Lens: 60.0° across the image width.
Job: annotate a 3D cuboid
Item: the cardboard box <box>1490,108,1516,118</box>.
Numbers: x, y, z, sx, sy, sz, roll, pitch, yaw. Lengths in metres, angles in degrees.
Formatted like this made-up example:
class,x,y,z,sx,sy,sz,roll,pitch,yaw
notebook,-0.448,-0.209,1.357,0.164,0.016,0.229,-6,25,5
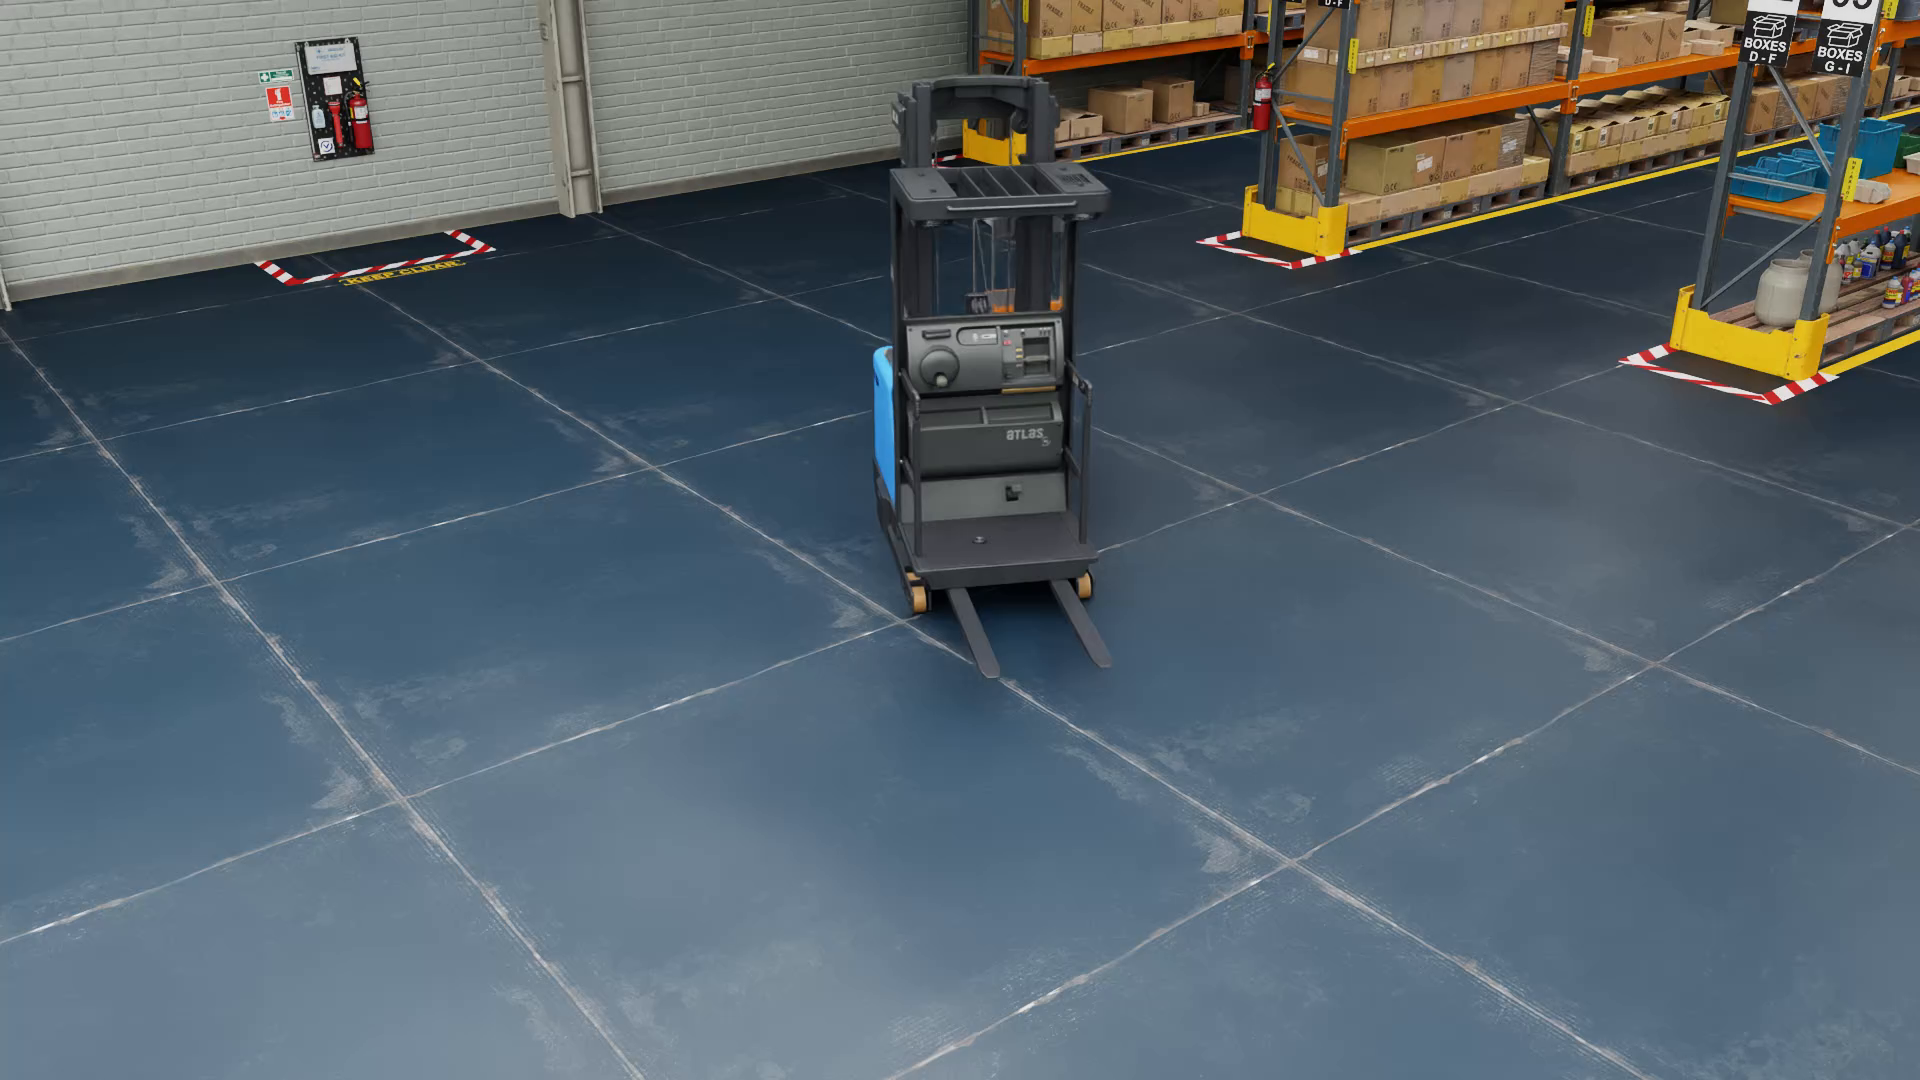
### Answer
class,x,y,z,sx,sy,sz,roll,pitch,yaw
cardboard box,6.096,-4.795,19.396,0.500,0.500,0.500,-18,31,-34

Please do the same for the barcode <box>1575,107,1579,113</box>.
class,x,y,z,sx,sy,sz,roll,pitch,yaw
barcode,7.112,-4.958,19.176,0.075,0.075,0.001,-18,31,-34

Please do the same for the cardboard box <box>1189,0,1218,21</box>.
class,x,y,z,sx,sy,sz,roll,pitch,yaw
cardboard box,3.024,-7.093,21.734,0.500,0.500,0.500,-18,31,-34

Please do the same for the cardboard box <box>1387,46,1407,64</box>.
class,x,y,z,sx,sy,sz,roll,pitch,yaw
cardboard box,4.351,-4.993,17.057,0.250,0.149,0.380,-18,30,-34

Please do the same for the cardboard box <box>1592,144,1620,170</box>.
class,x,y,z,sx,sy,sz,roll,pitch,yaw
cardboard box,7.527,-4.627,19.924,0.500,0.250,0.500,-17,30,-33

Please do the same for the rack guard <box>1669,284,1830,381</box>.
class,x,y,z,sx,sy,sz,roll,pitch,yaw
rack guard,6.591,-1.749,13.925,0.348,0.500,1.175,-18,31,-34

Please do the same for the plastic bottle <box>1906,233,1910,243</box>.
class,x,y,z,sx,sy,sz,roll,pitch,yaw
plastic bottle,9.015,-2.788,15.899,0.133,0.283,0.061,-18,31,-34

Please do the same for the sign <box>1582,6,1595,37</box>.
class,x,y,z,sx,sy,sz,roll,pitch,yaw
sign,6.998,-5.774,18.505,0.005,0.325,0.100,-18,31,-34

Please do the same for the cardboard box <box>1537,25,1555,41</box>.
class,x,y,z,sx,sy,sz,roll,pitch,yaw
cardboard box,6.376,-5.663,18.499,0.250,0.149,0.380,-19,31,-35

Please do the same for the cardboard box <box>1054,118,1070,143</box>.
class,x,y,z,sx,sy,sz,roll,pitch,yaw
cardboard box,1.046,-5.259,21.190,0.500,0.311,0.500,-23,33,-40

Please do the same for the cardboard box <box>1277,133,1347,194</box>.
class,x,y,z,sx,sy,sz,roll,pitch,yaw
cardboard box,3.745,-4.011,17.705,0.500,0.500,0.500,-18,31,-34

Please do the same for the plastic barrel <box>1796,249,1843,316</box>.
class,x,y,z,sx,sy,sz,roll,pitch,yaw
plastic barrel,7.425,-2.236,14.461,0.421,0.512,0.421,0,25,0

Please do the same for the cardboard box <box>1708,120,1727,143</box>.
class,x,y,z,sx,sy,sz,roll,pitch,yaw
cardboard box,9.538,-5.293,21.360,0.500,0.250,0.500,-17,30,-33

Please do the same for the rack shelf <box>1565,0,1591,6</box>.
class,x,y,z,sx,sy,sz,roll,pitch,yaw
rack shelf,8.316,-8.401,26.143,4.000,0.370,1.077,-18,31,-34

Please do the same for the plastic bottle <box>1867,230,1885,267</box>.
class,x,y,z,sx,sy,sz,roll,pitch,yaw
plastic bottle,8.668,-2.763,15.765,0.185,0.351,0.144,-20,31,-36

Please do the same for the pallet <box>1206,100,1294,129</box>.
class,x,y,z,sx,sy,sz,roll,pitch,yaw
pallet,4.206,-6.106,23.657,1.213,0.211,1.003,-18,31,-34

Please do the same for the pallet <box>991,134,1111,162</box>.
class,x,y,z,sx,sy,sz,roll,pitch,yaw
pallet,1.167,-5.084,21.453,1.213,0.211,1.003,-18,31,-34

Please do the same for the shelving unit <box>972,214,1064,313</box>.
class,x,y,z,sx,sy,sz,roll,pitch,yaw
shelving unit,0.386,-1.467,11.417,0.503,2.100,0.431,-8,26,-17

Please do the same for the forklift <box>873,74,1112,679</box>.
class,x,y,z,sx,sy,sz,roll,pitch,yaw
forklift,0.192,-1.061,9.554,1.130,2.935,3.031,-5,25,-10

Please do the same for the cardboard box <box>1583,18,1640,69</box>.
class,x,y,z,sx,sy,sz,roll,pitch,yaw
cardboard box,7.683,-5.905,19.791,0.500,0.500,0.500,-16,29,-30

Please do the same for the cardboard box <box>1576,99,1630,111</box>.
class,x,y,z,sx,sy,sz,roll,pitch,yaw
cardboard box,7.993,-5.322,20.755,0.500,0.311,0.500,-19,31,-35

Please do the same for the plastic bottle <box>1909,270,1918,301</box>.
class,x,y,z,sx,sy,sz,roll,pitch,yaw
plastic bottle,8.448,-2.266,14.788,0.097,0.271,0.097,0,25,0

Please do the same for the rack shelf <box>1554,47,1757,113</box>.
class,x,y,z,sx,sy,sz,roll,pitch,yaw
rack shelf,8.228,-5.722,20.370,4.000,0.370,1.077,-18,31,-34

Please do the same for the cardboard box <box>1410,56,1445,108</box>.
class,x,y,z,sx,sy,sz,roll,pitch,yaw
cardboard box,4.686,-4.917,17.662,0.500,0.500,0.700,-18,30,-34

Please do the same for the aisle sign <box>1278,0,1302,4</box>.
class,x,y,z,sx,sy,sz,roll,pitch,yaw
aisle sign,3.273,-5.749,16.486,0.004,0.787,0.394,-18,31,-34

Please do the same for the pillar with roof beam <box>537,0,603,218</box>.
class,x,y,z,sx,sy,sz,roll,pitch,yaw
pillar with roof beam,-1.601,-6.334,13.709,0.400,9.000,9.100,-18,31,-34

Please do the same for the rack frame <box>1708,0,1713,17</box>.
class,x,y,z,sx,sy,sz,roll,pitch,yaw
rack frame,13.037,-10.286,29.349,0.127,3.000,1.000,-18,31,-34

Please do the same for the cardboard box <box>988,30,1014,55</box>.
class,x,y,z,sx,sy,sz,roll,pitch,yaw
cardboard box,0.695,-6.256,20.821,0.500,0.250,0.500,-18,30,-33

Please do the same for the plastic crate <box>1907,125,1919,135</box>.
class,x,y,z,sx,sy,sz,roll,pitch,yaw
plastic crate,9.217,-3.765,15.372,0.504,0.338,0.767,-18,31,-34

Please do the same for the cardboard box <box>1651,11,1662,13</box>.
class,x,y,z,sx,sy,sz,roll,pitch,yaw
cardboard box,11.759,-8.867,28.762,0.500,0.500,0.700,-19,31,-36

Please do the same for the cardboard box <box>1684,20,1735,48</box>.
class,x,y,z,sx,sy,sz,roll,pitch,yaw
cardboard box,9.488,-6.447,21.184,0.500,0.311,0.500,-16,29,-31

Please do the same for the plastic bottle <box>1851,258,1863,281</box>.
class,x,y,z,sx,sy,sz,roll,pitch,yaw
plastic bottle,8.296,-2.508,15.393,0.097,0.201,0.097,0,25,0

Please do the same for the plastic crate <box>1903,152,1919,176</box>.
class,x,y,z,sx,sy,sz,roll,pitch,yaw
plastic crate,8.586,-3.261,14.527,0.437,0.136,0.530,-18,31,-34

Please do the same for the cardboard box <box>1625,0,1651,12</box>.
class,x,y,z,sx,sy,sz,roll,pitch,yaw
cardboard box,11.728,-9.257,28.834,0.250,0.149,0.380,-18,30,-33

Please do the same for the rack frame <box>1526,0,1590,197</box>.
class,x,y,z,sx,sy,sz,roll,pitch,yaw
rack frame,6.654,-5.528,19.099,0.127,3.000,1.000,-18,31,-34

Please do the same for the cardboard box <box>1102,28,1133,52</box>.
class,x,y,z,sx,sy,sz,roll,pitch,yaw
cardboard box,1.831,-6.362,21.050,0.500,0.250,0.500,-19,31,-35

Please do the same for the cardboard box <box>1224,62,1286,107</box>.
class,x,y,z,sx,sy,sz,roll,pitch,yaw
cardboard box,4.163,-6.431,23.490,0.500,0.500,0.700,-17,30,-32

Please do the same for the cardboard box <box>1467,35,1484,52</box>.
class,x,y,z,sx,sy,sz,roll,pitch,yaw
cardboard box,5.365,-5.327,17.776,0.250,0.149,0.380,-17,30,-32

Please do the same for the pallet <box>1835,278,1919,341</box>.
class,x,y,z,sx,sy,sz,roll,pitch,yaw
pallet,8.192,-2.142,15.116,1.213,0.211,1.003,-18,31,-34

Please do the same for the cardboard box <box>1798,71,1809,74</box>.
class,x,y,z,sx,sy,sz,roll,pitch,yaw
cardboard box,11.607,-6.358,23.333,0.500,0.500,0.500,-18,30,-33

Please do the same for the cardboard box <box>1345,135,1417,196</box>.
class,x,y,z,sx,sy,sz,roll,pitch,yaw
cardboard box,4.458,-3.969,17.615,0.500,0.500,0.500,-18,31,-34

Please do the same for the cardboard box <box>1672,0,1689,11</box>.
class,x,y,z,sx,sy,sz,roll,pitch,yaw
cardboard box,12.559,-9.328,28.986,0.250,0.149,0.380,-19,31,-35

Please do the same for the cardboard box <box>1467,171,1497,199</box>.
class,x,y,z,sx,sy,sz,roll,pitch,yaw
cardboard box,5.640,-4.018,18.611,0.500,0.250,0.500,-18,31,-34

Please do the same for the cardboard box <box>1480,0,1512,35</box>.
class,x,y,z,sx,sy,sz,roll,pitch,yaw
cardboard box,5.517,-5.783,17.988,0.500,0.500,0.700,-18,31,-34

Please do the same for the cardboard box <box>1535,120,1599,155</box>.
class,x,y,z,sx,sy,sz,roll,pitch,yaw
cardboard box,7.133,-4.751,19.525,0.500,0.311,0.500,-18,30,-34

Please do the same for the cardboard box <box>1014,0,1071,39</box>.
class,x,y,z,sx,sy,sz,roll,pitch,yaw
cardboard box,1.008,-6.435,20.316,0.500,0.500,0.500,-18,31,-34

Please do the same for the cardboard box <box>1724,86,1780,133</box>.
class,x,y,z,sx,sy,sz,roll,pitch,yaw
cardboard box,10.336,-5.657,21.822,0.500,0.500,0.500,-17,30,-32

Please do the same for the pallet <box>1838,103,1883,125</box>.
class,x,y,z,sx,sy,sz,roll,pitch,yaw
pallet,12.332,-6.118,23.682,1.213,0.211,1.003,-18,31,-34

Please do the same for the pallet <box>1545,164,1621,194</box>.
class,x,y,z,sx,sy,sz,roll,pitch,yaw
pallet,7.210,-4.468,20.126,1.213,0.211,1.003,-18,31,-34

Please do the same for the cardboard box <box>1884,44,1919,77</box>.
class,x,y,z,sx,sy,sz,roll,pitch,yaw
cardboard box,14.424,-7.164,25.065,0.637,0.503,0.797,-18,31,-34

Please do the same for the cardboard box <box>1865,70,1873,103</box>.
class,x,y,z,sx,sy,sz,roll,pitch,yaw
cardboard box,12.343,-6.324,23.259,0.500,0.500,0.500,-18,30,-34

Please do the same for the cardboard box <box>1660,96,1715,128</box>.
class,x,y,z,sx,sy,sz,roll,pitch,yaw
cardboard box,9.136,-5.410,20.946,0.500,0.311,0.500,-19,31,-35
